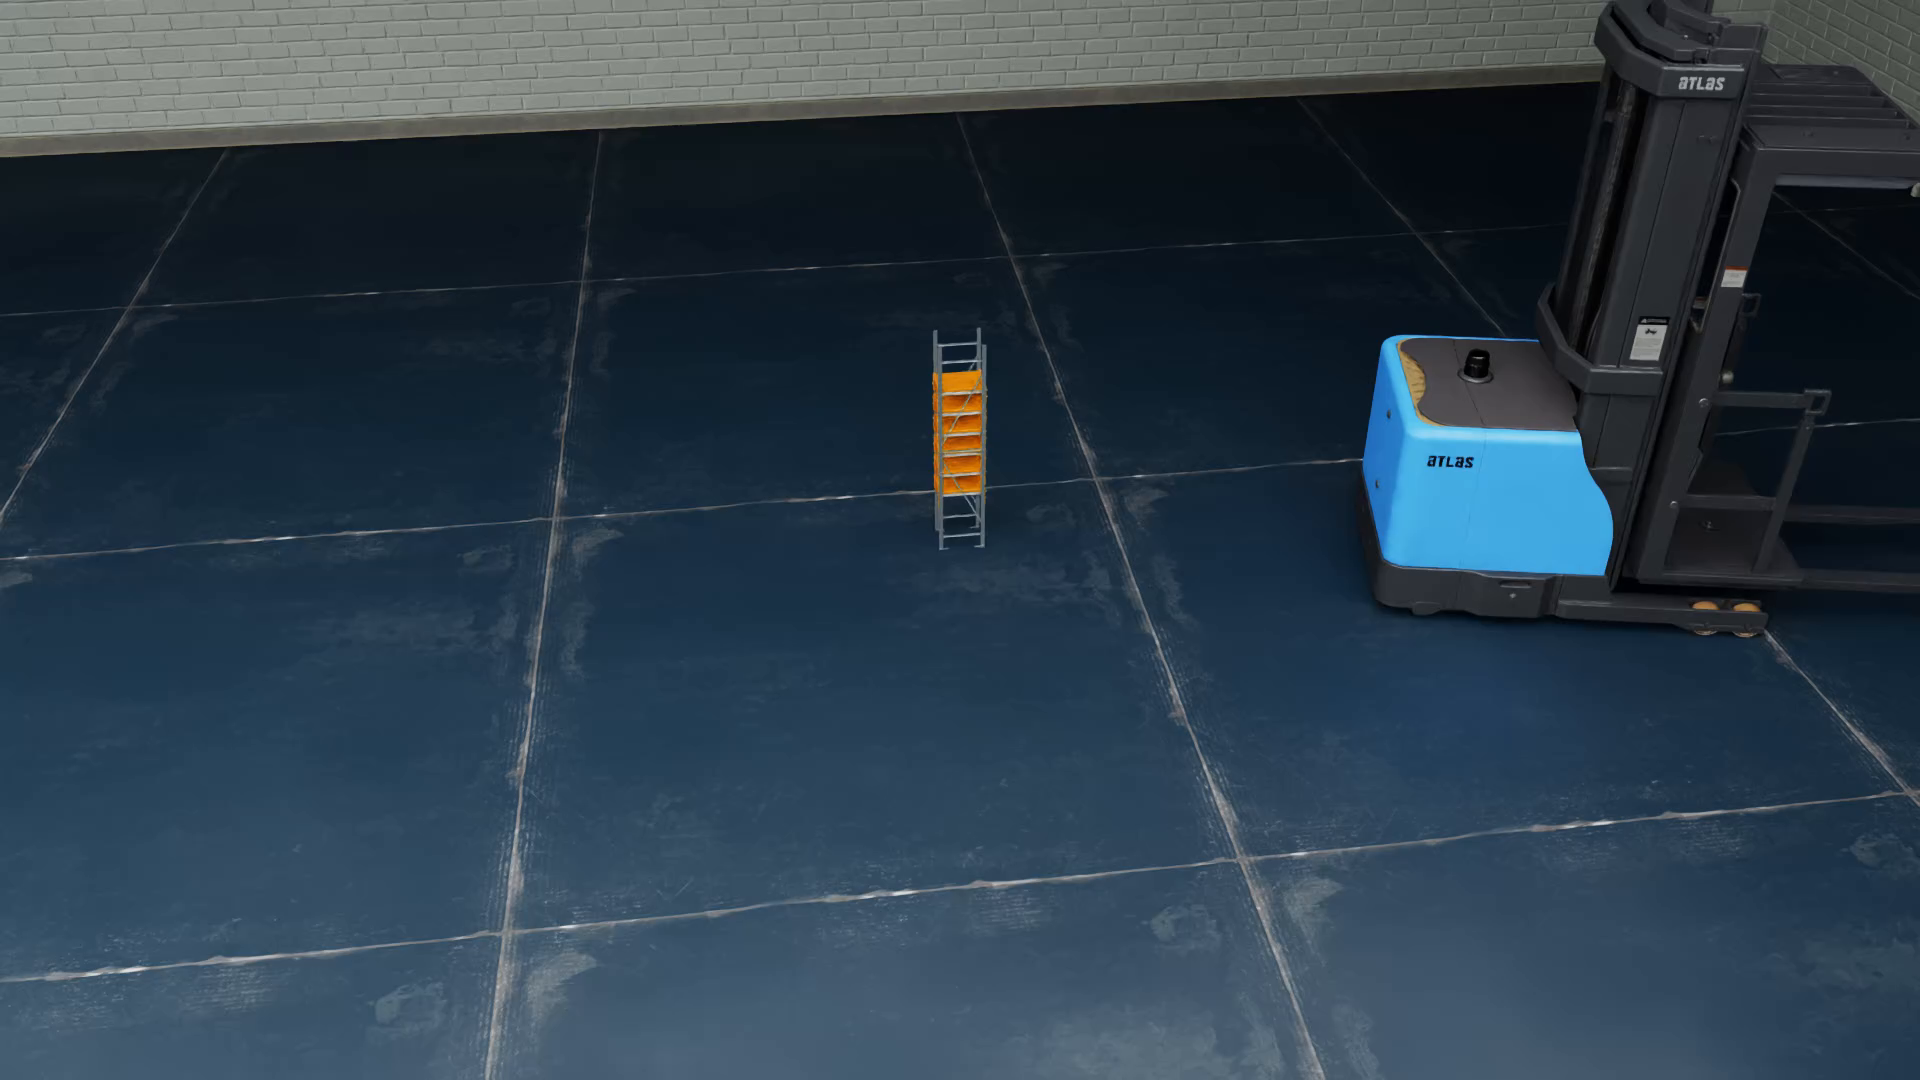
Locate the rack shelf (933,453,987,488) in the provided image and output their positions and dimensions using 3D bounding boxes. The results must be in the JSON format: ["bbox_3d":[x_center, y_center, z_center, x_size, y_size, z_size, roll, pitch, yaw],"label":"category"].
[{"bbox_3d":[-0.002,-0.368,8.645,0.258,0.103,0.180,-4,35,-6],"label":"rack shelf"}]

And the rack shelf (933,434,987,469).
[{"bbox_3d":[-0.002,-0.467,8.578,0.258,0.103,0.180,-4,35,-6],"label":"rack shelf"}]

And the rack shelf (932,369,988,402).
[{"bbox_3d":[-0.002,-0.765,8.375,0.258,0.103,0.180,-4,35,-6],"label":"rack shelf"}]

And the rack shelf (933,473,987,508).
[{"bbox_3d":[-0.002,-0.269,8.713,0.258,0.103,0.180,-4,35,-6],"label":"rack shelf"}]

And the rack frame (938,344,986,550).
[{"bbox_3d":[0.010,-0.453,8.478,0.240,1.200,0.006,-4,35,-6],"label":"rack frame"}]

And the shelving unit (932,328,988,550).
[{"bbox_3d":[-0.002,-0.504,8.553,0.258,1.200,0.189,-4,35,-6],"label":"shelving unit"}]

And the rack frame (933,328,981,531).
[{"bbox_3d":[-0.014,-0.555,8.628,0.240,1.200,0.006,-4,35,-6],"label":"rack frame"}]

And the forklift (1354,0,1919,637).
[{"bbox_3d":[3.619,-1.047,7.812,3.031,2.935,1.130,3,34,4],"label":"forklift"}]

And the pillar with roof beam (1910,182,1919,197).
[{"bbox_3d":[3.213,-5.953,9.623,9.100,9.000,0.400,-4,35,-6],"label":"pillar with roof beam"}]

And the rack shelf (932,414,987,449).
[{"bbox_3d":[-0.002,-0.566,8.510,0.258,0.103,0.180,-4,35,-6],"label":"rack shelf"}]

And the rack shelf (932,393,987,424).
[{"bbox_3d":[-0.002,-0.665,8.442,0.258,0.103,0.180,-4,35,-6],"label":"rack shelf"}]
